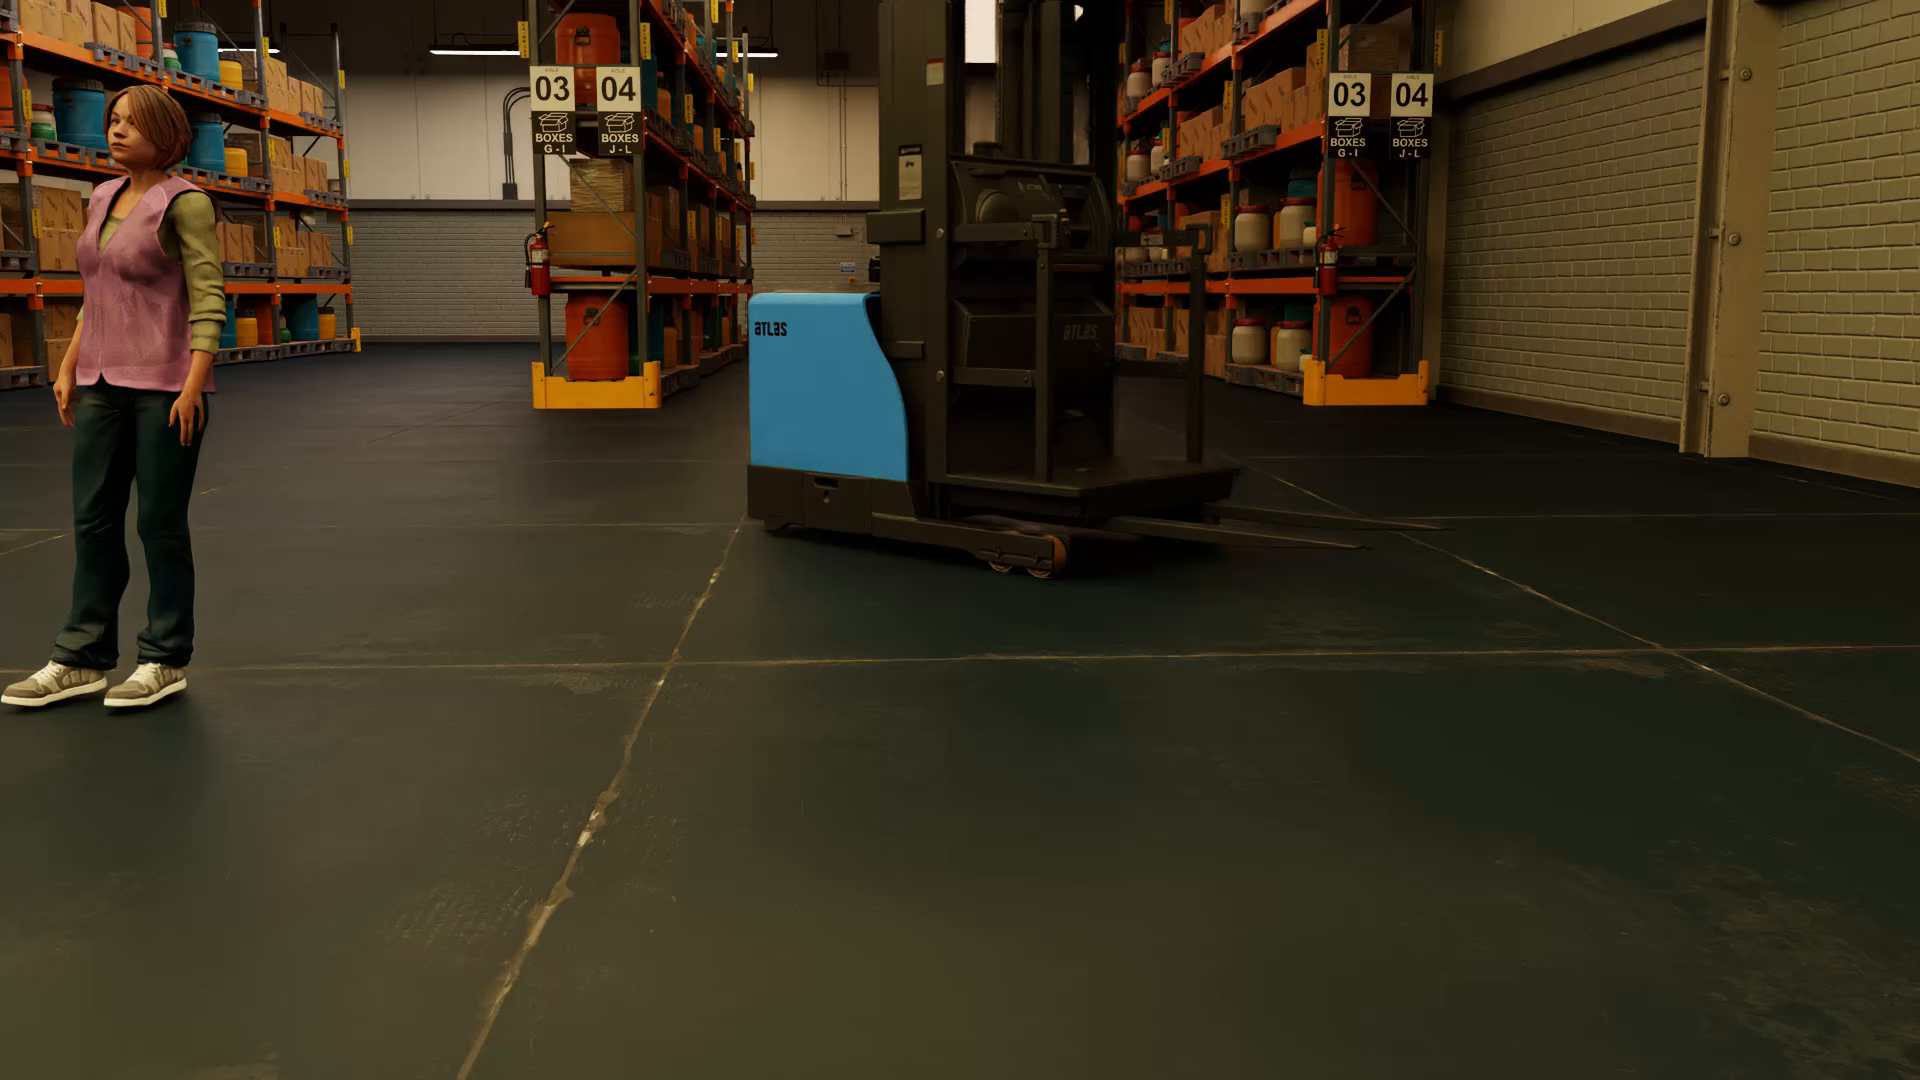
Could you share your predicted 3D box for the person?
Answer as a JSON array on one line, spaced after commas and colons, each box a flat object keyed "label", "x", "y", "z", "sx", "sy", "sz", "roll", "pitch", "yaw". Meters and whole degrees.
[{"label": "person", "x": -2.175, "y": -0.366, "z": 4.296, "sx": 0.515, "sy": 1.600, "sz": 0.470, "roll": 4, "pitch": 9, "yaw": 24}]

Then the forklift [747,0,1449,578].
[{"label": "forklift", "x": 0.460, "y": -1.391, "z": 6.697, "sx": 3.031, "sy": 2.935, "sz": 1.130, "roll": 8, "pitch": 11, "yaw": 42}]
